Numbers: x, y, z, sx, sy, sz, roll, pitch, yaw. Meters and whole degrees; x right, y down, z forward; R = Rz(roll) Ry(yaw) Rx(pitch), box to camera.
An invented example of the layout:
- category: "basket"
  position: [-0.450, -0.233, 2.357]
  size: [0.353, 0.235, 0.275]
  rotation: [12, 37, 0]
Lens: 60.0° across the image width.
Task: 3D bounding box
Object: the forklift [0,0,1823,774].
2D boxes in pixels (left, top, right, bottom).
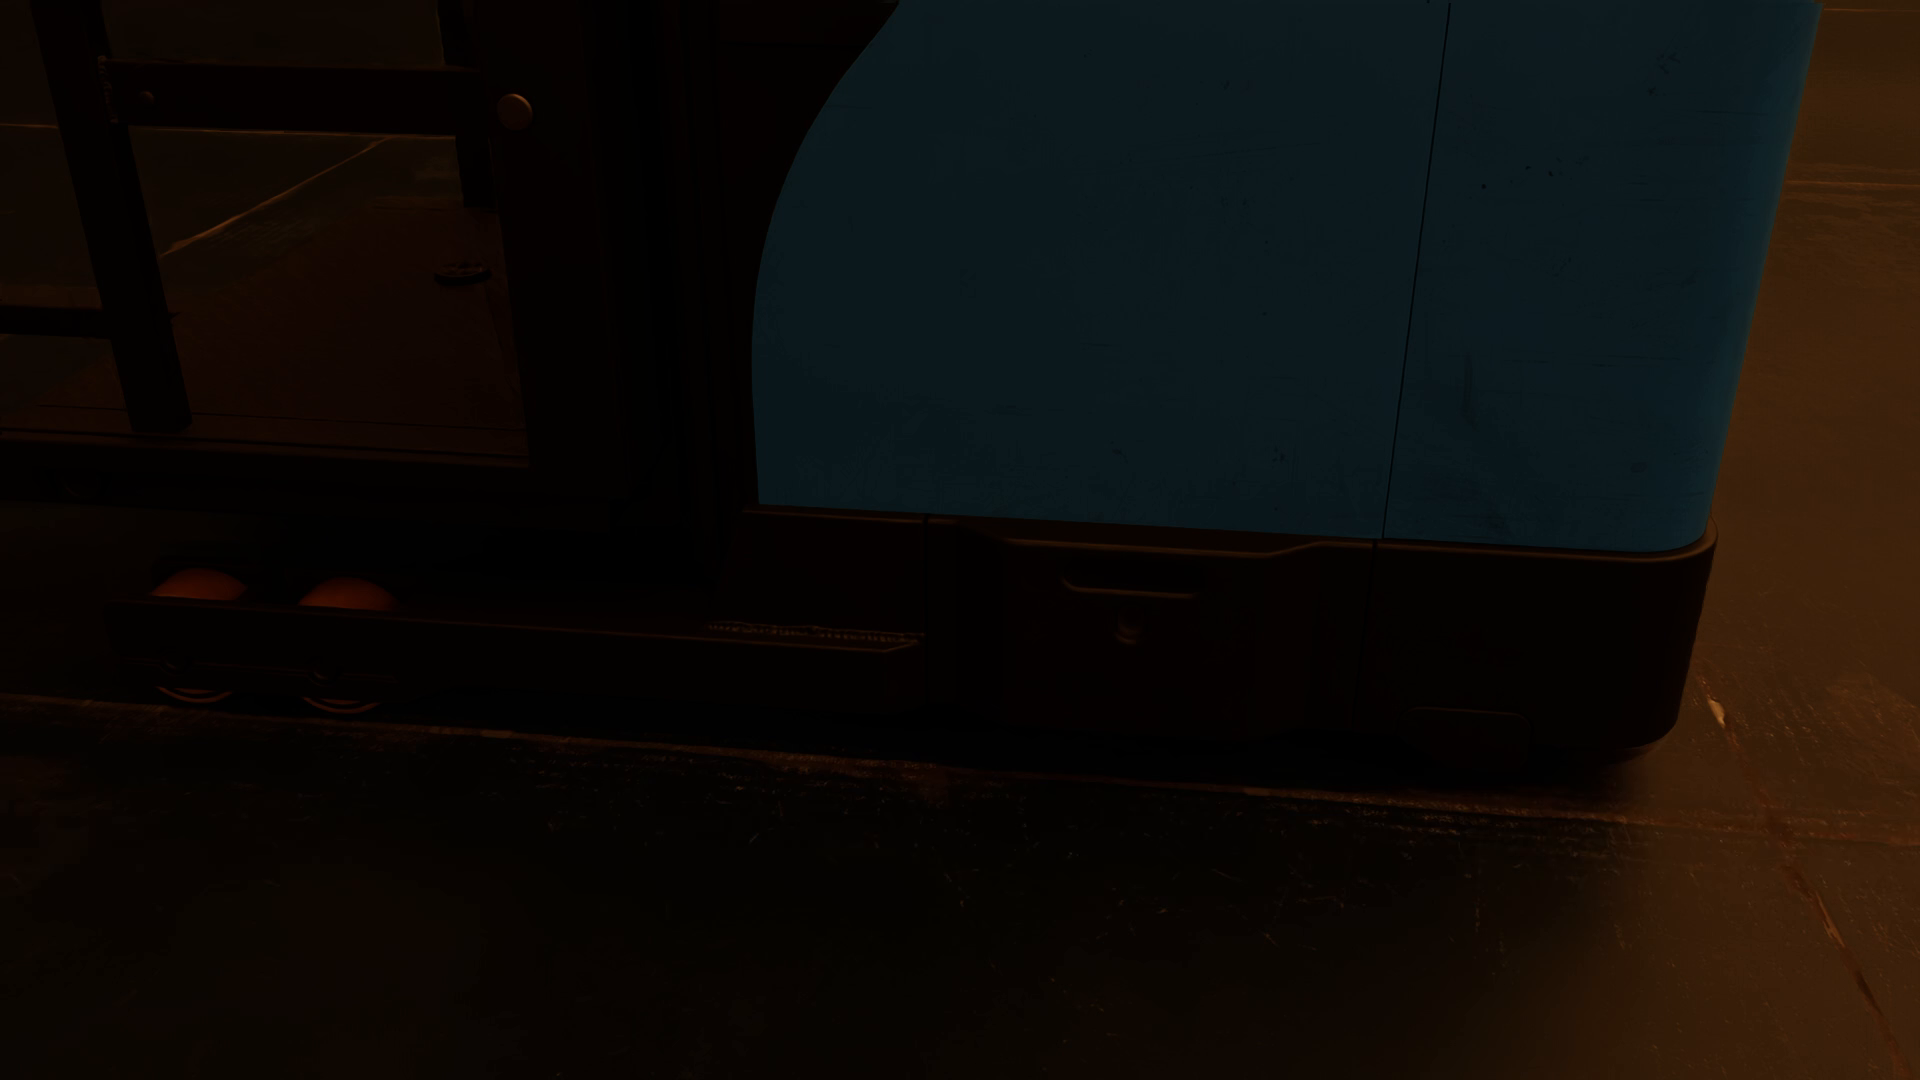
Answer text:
- category: "forklift"
  position: [-0.612, -1.325, 1.873]
  size: [3.031, 2.935, 1.130]
  rotation: [3, 27, 7]
